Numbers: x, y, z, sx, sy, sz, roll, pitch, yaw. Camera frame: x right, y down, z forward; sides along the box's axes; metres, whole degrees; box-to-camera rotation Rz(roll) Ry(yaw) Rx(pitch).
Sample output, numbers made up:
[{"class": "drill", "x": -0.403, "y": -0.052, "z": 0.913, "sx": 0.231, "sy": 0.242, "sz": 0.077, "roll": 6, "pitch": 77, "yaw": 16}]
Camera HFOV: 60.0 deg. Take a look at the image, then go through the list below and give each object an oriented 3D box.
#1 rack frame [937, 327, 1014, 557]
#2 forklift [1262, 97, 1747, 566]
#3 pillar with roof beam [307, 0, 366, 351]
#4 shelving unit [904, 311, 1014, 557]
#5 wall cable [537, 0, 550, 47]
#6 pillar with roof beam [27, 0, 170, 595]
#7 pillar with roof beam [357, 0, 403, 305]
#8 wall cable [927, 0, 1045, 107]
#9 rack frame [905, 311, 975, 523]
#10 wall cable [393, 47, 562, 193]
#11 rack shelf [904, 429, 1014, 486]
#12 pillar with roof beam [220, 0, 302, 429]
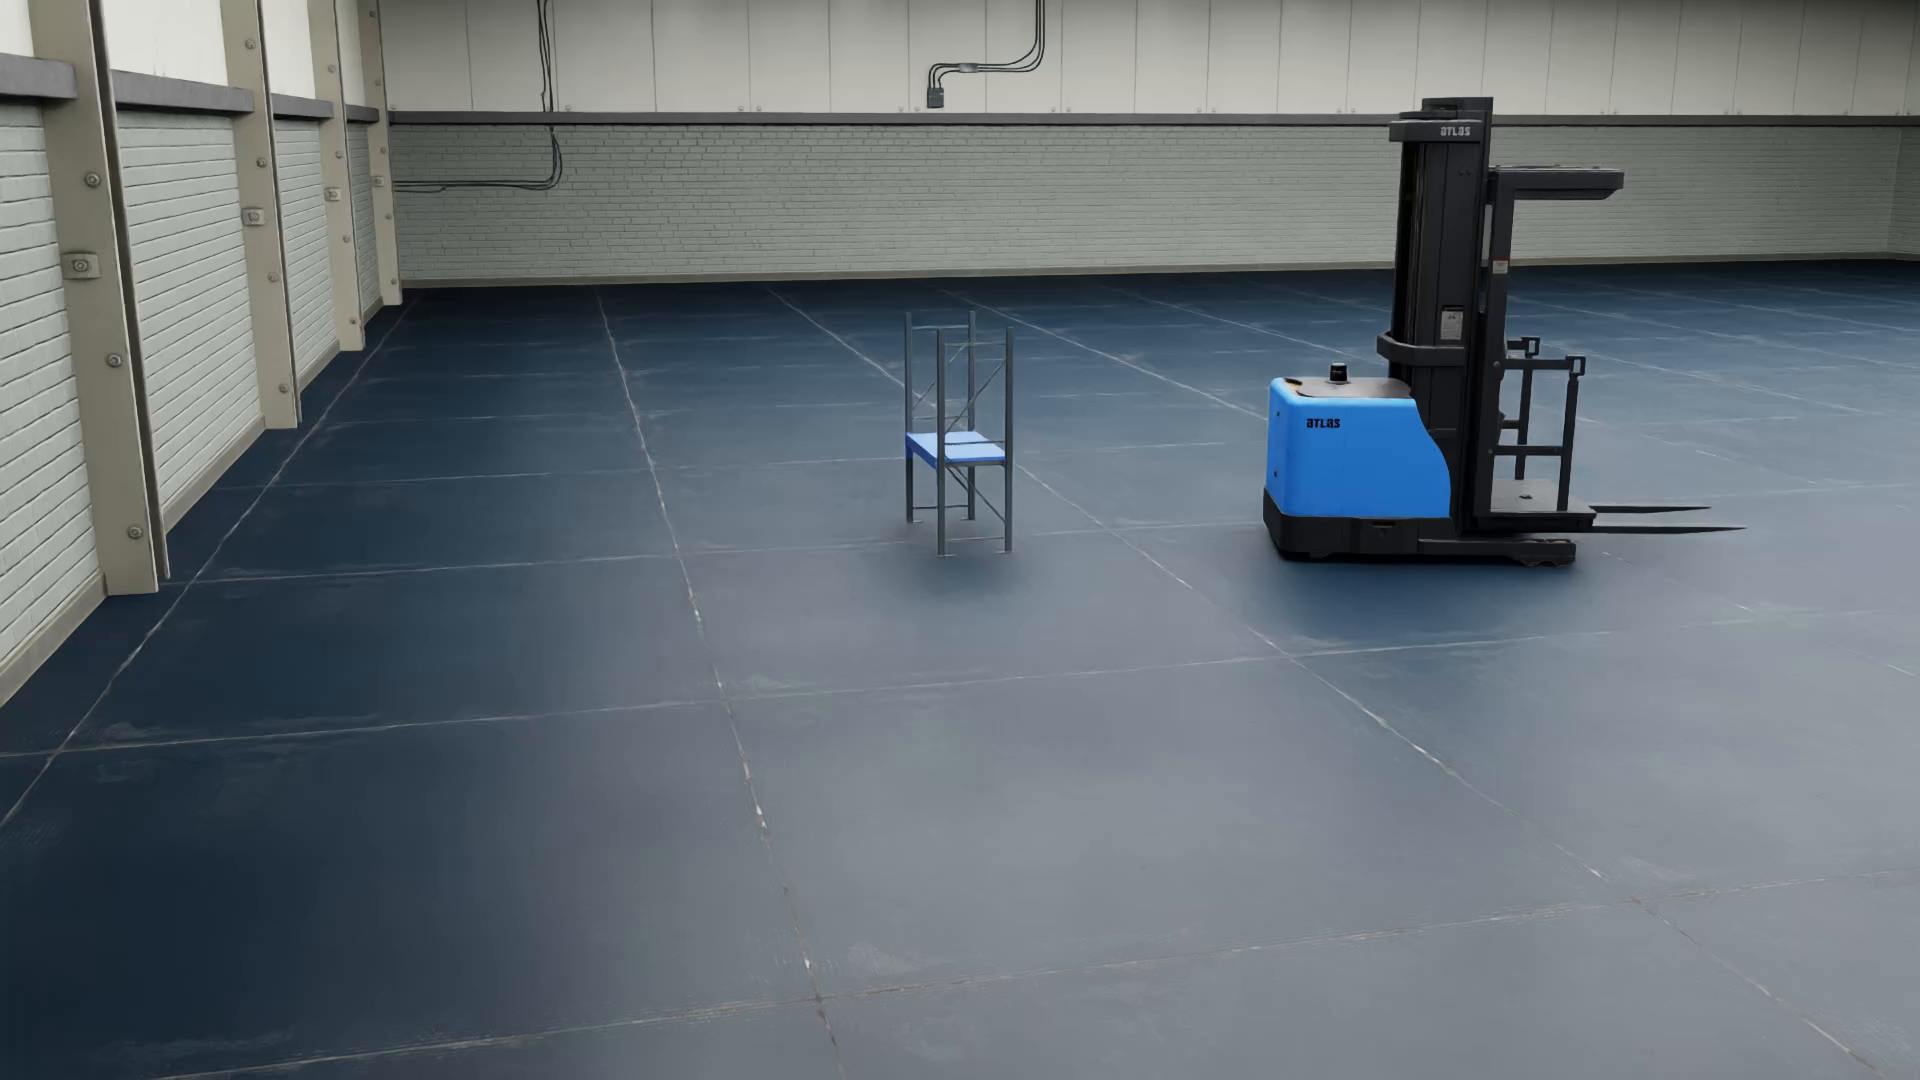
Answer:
[{"class": "rack frame", "x": 0.099, "y": -0.631, "z": 10.850, "sx": 0.500, "sy": 1.500, "sz": 0.032, "roll": -3, "pitch": 14, "yaw": -13}, {"class": "forklift", "x": 3.626, "y": -1.383, "z": 10.913, "sx": 3.031, "sy": 2.935, "sz": 1.130, "roll": 1, "pitch": 14, "yaw": 3}, {"class": "pillar with roof beam", "x": -3.719, "y": -7.097, "z": 21.514, "sx": 9.100, "sy": 9.000, "sz": 0.400, "roll": -3, "pitch": 14, "yaw": -13}, {"class": "shelving unit", "x": -0.020, "y": -0.748, "z": 11.330, "sx": 0.538, "sy": 1.500, "sz": 1.048, "roll": -3, "pitch": 14, "yaw": -13}, {"class": "wall cable", "x": -6.090, "y": -10.090, "z": 29.667, "sx": 3.097, "sy": 2.526, "sz": 0.112, "roll": -3, "pitch": 14, "yaw": -13}, {"class": "pillar with roof beam", "x": -0.901, "y": -4.328, "z": 10.183, "sx": 9.100, "sy": 9.000, "sz": 0.400, "roll": -3, "pitch": 14, "yaw": -13}, {"class": "pillar with roof beam", "x": -5.128, "y": -8.481, "z": 27.180, "sx": 9.100, "sy": 9.000, "sz": 0.400, "roll": -3, "pitch": 14, "yaw": -13}, {"class": "wall cable", "x": 0.512, "y": -11.172, "z": 31.028, "sx": 2.305, "sy": 6.003, "sz": 0.169, "roll": -3, "pitch": 14, "yaw": -13}, {"class": "rack frame", "x": -0.139, "y": -0.866, "z": 11.810, "sx": 0.500, "sy": 1.500, "sz": 0.032, "roll": -3, "pitch": 14, "yaw": -13}, {"class": "wall cable", "x": -8.719, "y": -7.486, "z": 29.649, "sx": 3.097, "sy": 2.526, "sz": 0.112, "roll": -3, "pitch": 14, "yaw": -13}, {"class": "rack shelf", "x": -0.020, "y": -0.574, "z": 11.372, "sx": 0.538, "sy": 0.185, "sz": 1.000, "roll": -3, "pitch": 14, "yaw": -13}, {"class": "pillar with roof beam", "x": -2.310, "y": -5.713, "z": 15.848, "sx": 9.100, "sy": 9.000, "sz": 0.400, "roll": -3, "pitch": 14, "yaw": -13}]
